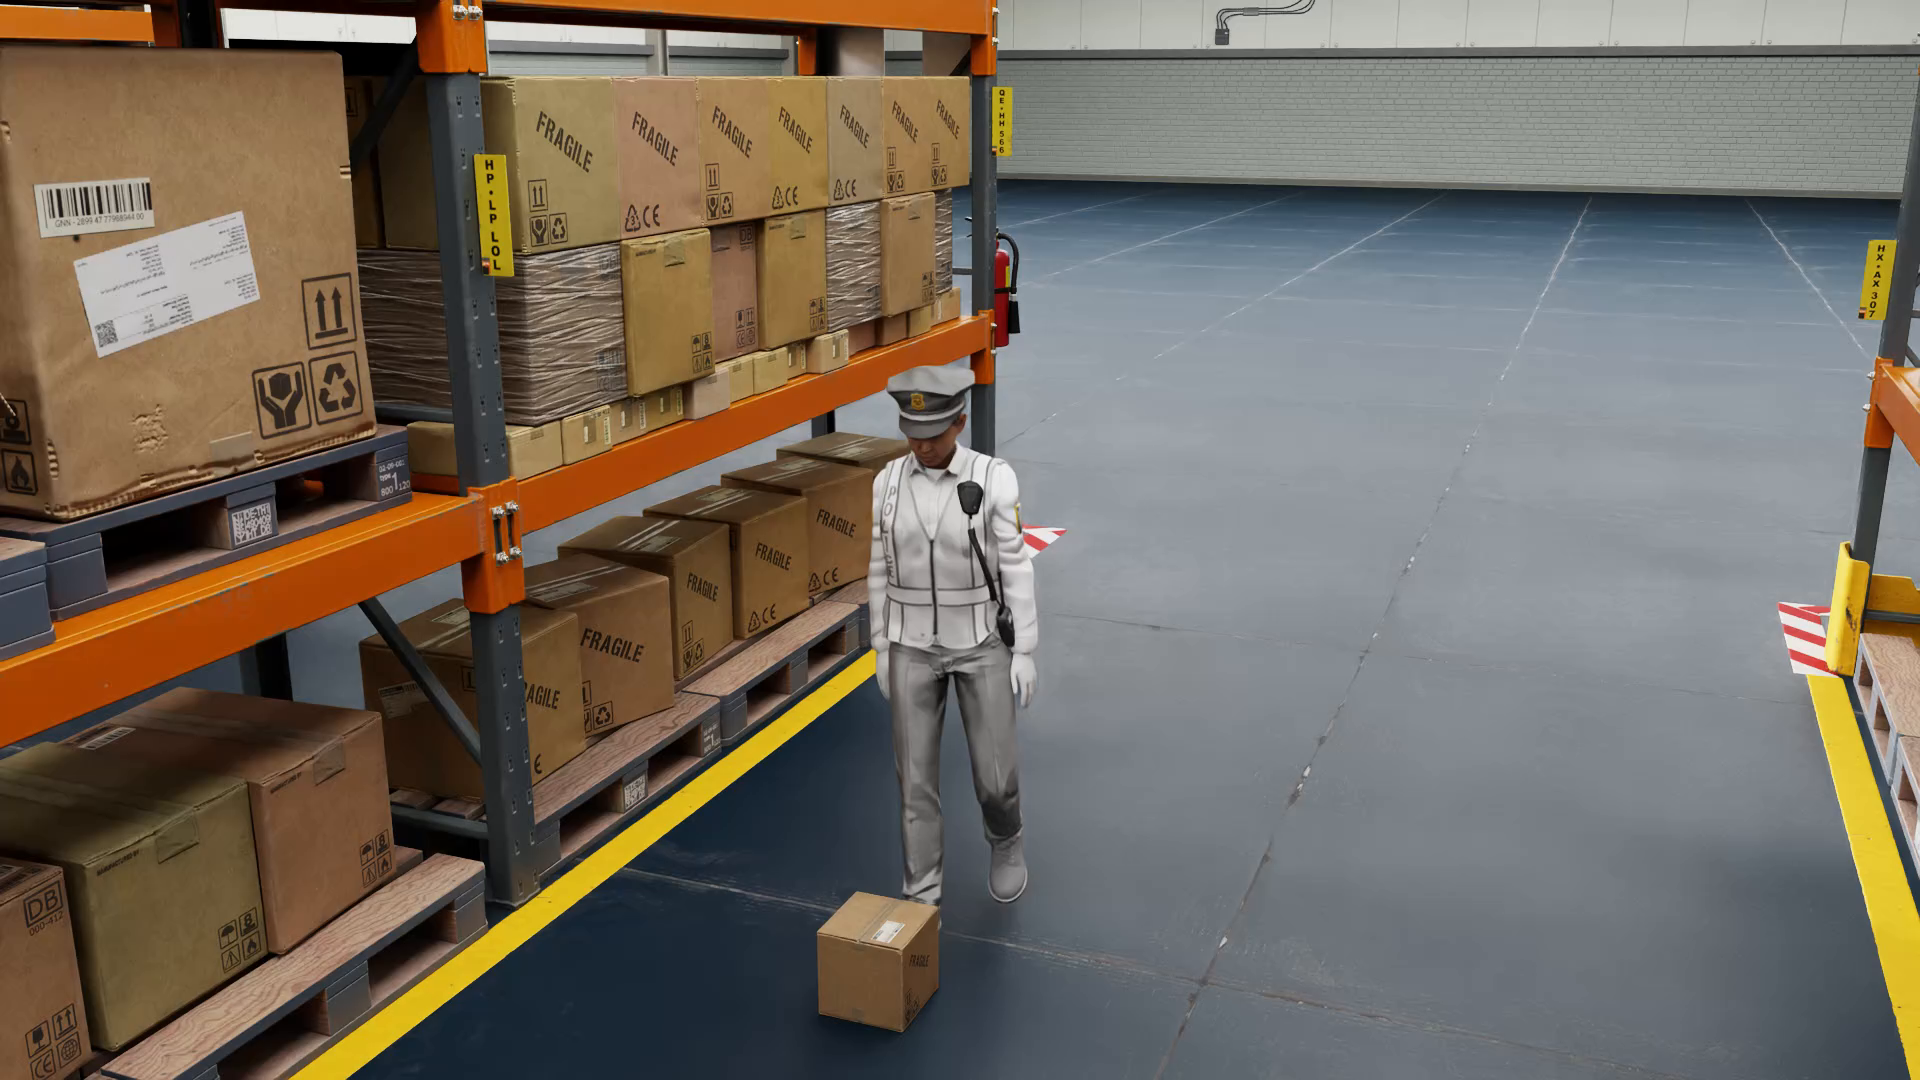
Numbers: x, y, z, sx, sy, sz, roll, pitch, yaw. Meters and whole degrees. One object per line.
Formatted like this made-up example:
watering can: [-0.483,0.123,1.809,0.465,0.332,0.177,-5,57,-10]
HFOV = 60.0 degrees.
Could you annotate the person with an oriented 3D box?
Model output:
person: [-0.048,0.342,4.715,0.514,1.652,0.605,4,16,14]
